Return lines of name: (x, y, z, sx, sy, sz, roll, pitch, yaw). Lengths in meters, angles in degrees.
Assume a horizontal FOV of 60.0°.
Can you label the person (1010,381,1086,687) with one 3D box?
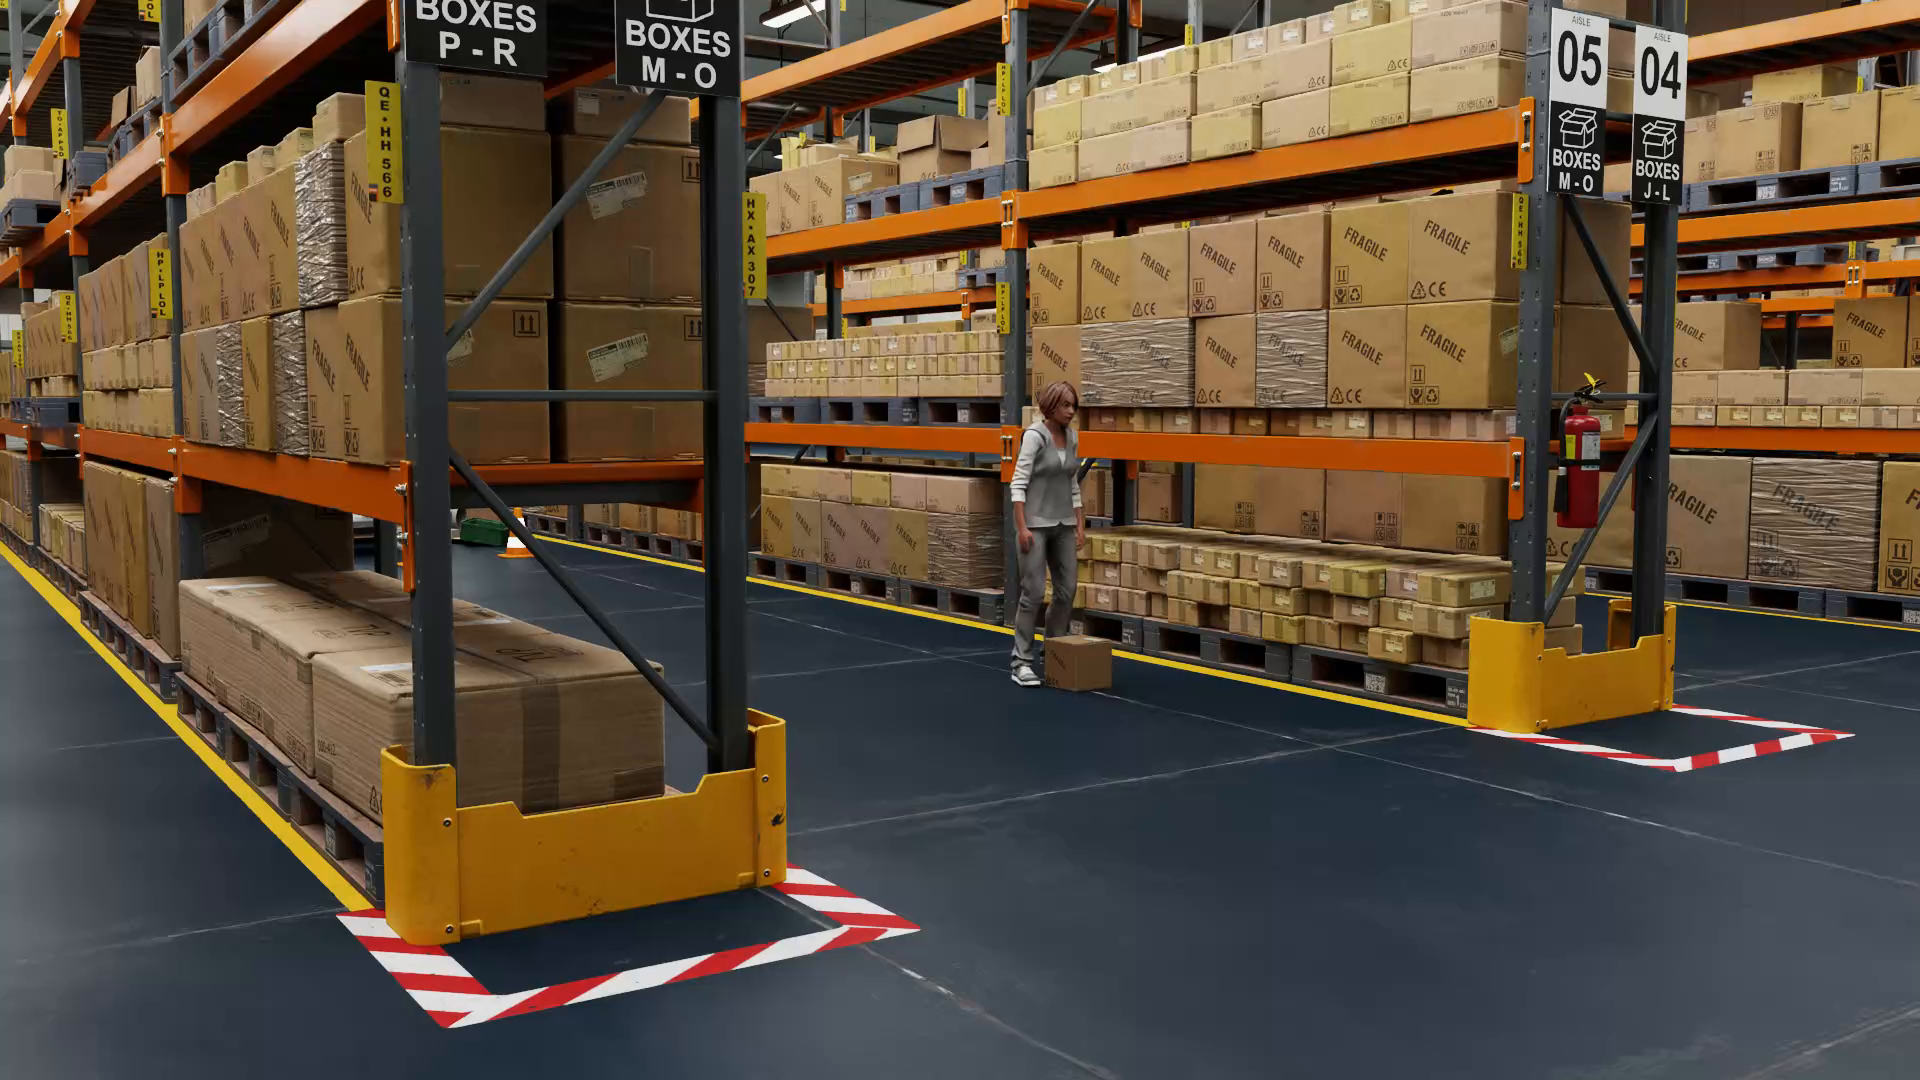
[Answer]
person: (0.465, 0.013, 8.811, 0.479, 1.480, 0.342, -4, 6, -38)
